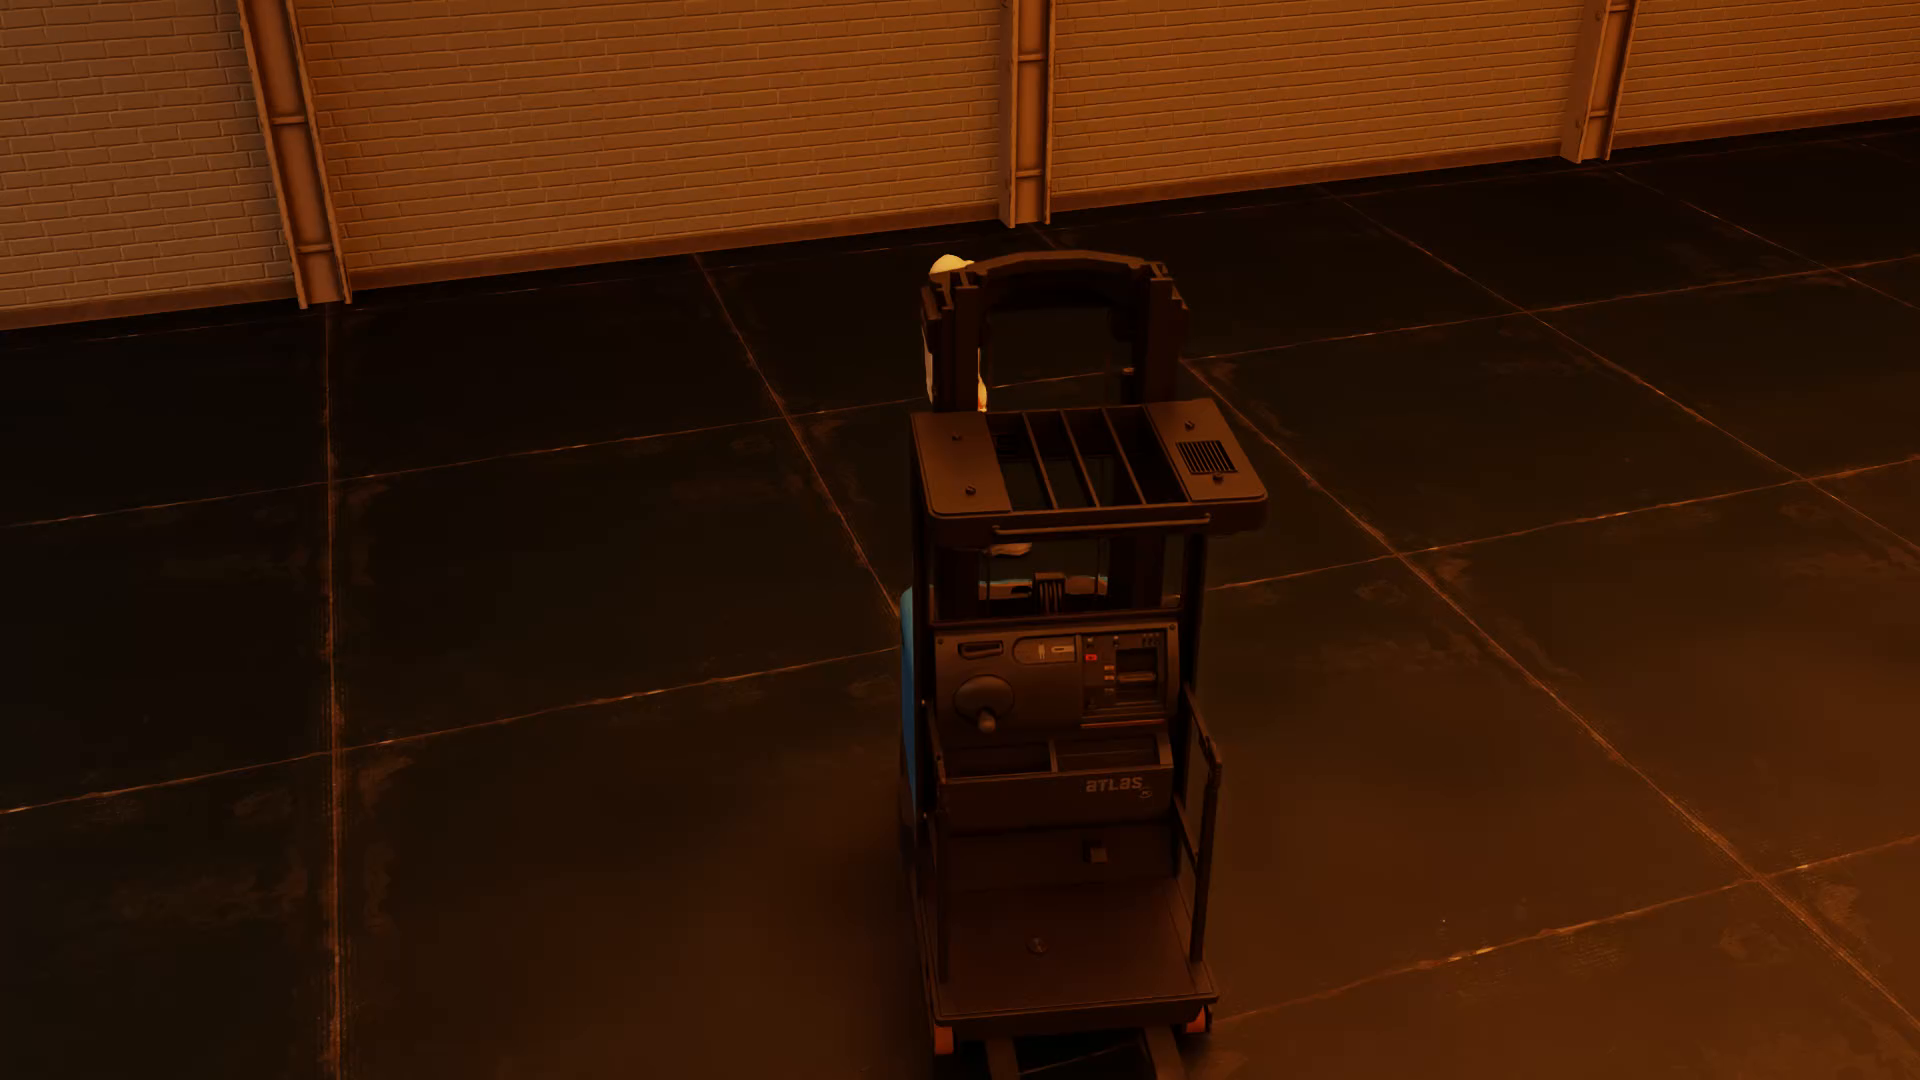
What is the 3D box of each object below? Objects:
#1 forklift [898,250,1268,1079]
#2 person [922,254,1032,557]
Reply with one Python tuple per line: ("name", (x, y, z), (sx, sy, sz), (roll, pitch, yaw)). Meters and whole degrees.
("forklift", (0.395, 0.564, 6.107), (1.130, 2.935, 3.031), (-3, 30, -6))
("person", (0.080, -0.789, 9.588), (0.564, 1.787, 0.637), (-10, 31, -16))
